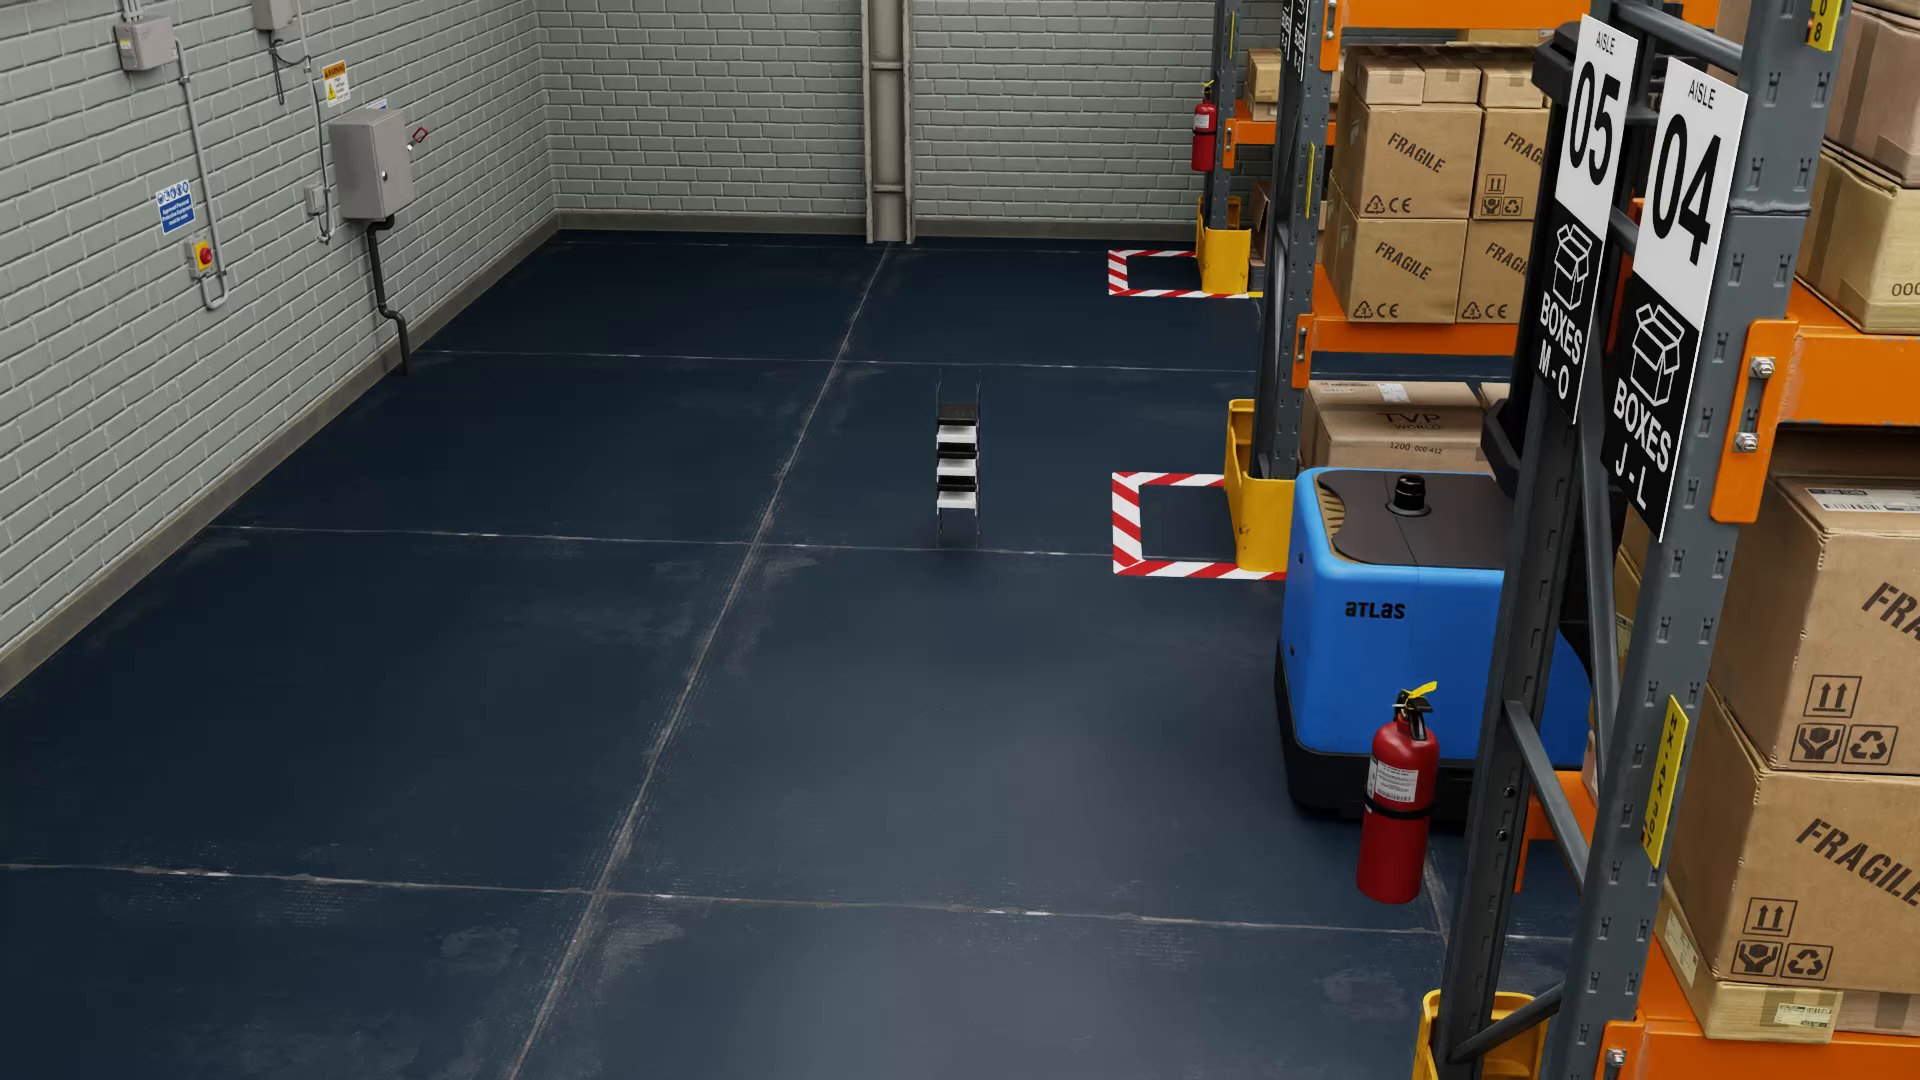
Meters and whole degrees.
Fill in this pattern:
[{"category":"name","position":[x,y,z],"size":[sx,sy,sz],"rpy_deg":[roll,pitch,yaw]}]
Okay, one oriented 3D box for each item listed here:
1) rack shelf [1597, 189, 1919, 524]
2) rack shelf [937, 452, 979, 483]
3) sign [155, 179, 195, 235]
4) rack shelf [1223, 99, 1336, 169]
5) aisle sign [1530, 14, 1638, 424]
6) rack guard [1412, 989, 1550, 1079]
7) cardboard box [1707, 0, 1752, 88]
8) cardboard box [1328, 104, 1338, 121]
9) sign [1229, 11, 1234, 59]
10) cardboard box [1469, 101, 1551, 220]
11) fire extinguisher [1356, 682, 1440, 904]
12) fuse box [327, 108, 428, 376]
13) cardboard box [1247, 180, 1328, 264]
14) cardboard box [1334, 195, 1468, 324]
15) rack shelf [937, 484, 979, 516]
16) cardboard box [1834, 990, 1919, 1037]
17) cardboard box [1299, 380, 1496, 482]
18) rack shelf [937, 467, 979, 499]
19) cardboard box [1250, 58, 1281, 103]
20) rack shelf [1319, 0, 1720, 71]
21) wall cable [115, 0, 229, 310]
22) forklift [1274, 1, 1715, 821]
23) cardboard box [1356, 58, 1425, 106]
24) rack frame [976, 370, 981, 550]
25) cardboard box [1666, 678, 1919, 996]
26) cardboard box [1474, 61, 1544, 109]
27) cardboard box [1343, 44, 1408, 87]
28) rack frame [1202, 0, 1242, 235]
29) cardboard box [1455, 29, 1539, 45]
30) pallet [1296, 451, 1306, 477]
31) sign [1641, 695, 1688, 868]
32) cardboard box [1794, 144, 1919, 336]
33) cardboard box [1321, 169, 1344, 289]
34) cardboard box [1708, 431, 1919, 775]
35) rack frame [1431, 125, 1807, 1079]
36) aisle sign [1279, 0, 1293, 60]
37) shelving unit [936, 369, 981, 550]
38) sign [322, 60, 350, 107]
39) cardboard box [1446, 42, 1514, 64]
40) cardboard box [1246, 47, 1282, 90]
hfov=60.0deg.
[{"category":"rack shelf","position":[3.362,-0.349,3.192],"size":[4.000,0.370,1.077],"rpy_deg":[2,25,4]},{"category":"rack shelf","position":[-0.008,-0.379,8.576],"size":[0.200,0.077,0.258],"rpy_deg":[2,25,4]},{"category":"sign","position":[-4.043,-1.719,8.574],"size":[0.001,0.218,0.327],"rpy_deg":[2,25,4]},{"category":"rack shelf","position":[4.016,-3.122,12.806],"size":[4.000,0.370,1.077],"rpy_deg":[2,25,4]},{"category":"aisle sign","position":[1.318,-0.686,3.542],"size":[0.004,0.787,0.394],"rpy_deg":[2,25,4]},{"category":"rack guard","position":[1.443,1.761,4.325],"size":[0.348,0.500,1.175],"rpy_deg":[2,25,4]},{"category":"cardboard box","position":[1.846,-0.990,3.306],"size":[0.500,0.250,0.500],"rpy_deg":[1,25,2]},{"category":"cardboard box","position":[2.850,-3.291,12.614],"size":[0.250,0.149,0.380],"rpy_deg":[2,25,3]},{"category":"sign","position":[1.981,-3.680,12.123],"size":[0.005,0.325,0.100],"rpy_deg":[2,25,4]},{"category":"cardboard box","position":[2.618,-1.796,7.748],"size":[0.500,0.500,0.500],"rpy_deg":[1,25,3]},{"category":"fire extinguisher","position":[1.152,0.627,4.338],"size":[0.183,0.674,0.296],"rpy_deg":[2,25,4]},{"category":"fuse box","position":[-3.672,-1.900,10.832],"size":[0.414,1.711,0.539],"rpy_deg":[2,25,4]},{"category":"cardboard box","position":[2.625,-2.510,13.101],"size":[0.637,0.503,0.797],"rpy_deg":[1,25,2]},{"category":"cardboard box","position":[2.102,-1.354,7.984],"size":[0.500,0.500,0.500],"rpy_deg":[2,25,4]},{"category":"rack shelf","position":[-0.008,-0.215,8.652],"size":[0.200,0.077,0.258],"rpy_deg":[2,25,4]},{"category":"cardboard box","position":[1.922,0.875,3.561],"size":[0.250,0.149,0.380],"rpy_deg":[3,25,6]},{"category":"cardboard box","position":[2.311,-0.491,8.791],"size":[0.875,0.438,0.875],"rpy_deg":[1,25,2]},{"category":"rack shelf","position":[-0.008,-0.297,8.614],"size":[0.200,0.077,0.258],"rpy_deg":[2,25,4]},{"category":"cardboard box","position":[2.454,-3.453,12.489],"size":[0.500,0.250,0.500],"rpy_deg":[2,25,4]},{"category":"rack shelf","position":[3.640,-2.415,7.683],"size":[4.000,0.370,1.077],"rpy_deg":[2,25,4]},{"category":"wall cable","position":[-3.978,-2.090,8.451],"size":[0.123,1.953,0.585],"rpy_deg":[2,25,4]},{"category":"forklift","position":[2.827,-0.402,6.118],"size":[3.031,2.935,1.130],"rpy_deg":[2,25,5]},{"category":"cardboard box","position":[1.978,-2.111,7.658],"size":[0.250,0.149,0.380],"rpy_deg":[2,25,5]},{"category":"rack frame","position":[0.093,-0.406,8.555],"size":[0.006,0.900,0.240],"rpy_deg":[2,25,4]},{"category":"cardboard box","position":[1.794,0.572,3.444],"size":[0.500,0.500,0.500],"rpy_deg":[3,25,6]},{"category":"cardboard box","position":[2.496,-2.076,7.582],"size":[0.250,0.149,0.380],"rpy_deg":[3,25,6]},{"category":"cardboard box","position":[2.019,-2.310,8.090],"size":[0.250,0.149,0.380],"rpy_deg":[2,25,5]},{"category":"rack frame","position":[2.022,-3.512,12.795],"size":[0.127,3.000,1.000],"rpy_deg":[2,25,4]},{"category":"cardboard box","position":[3.949,-3.745,12.228],"size":[0.500,0.500,0.500],"rpy_deg":[2,25,5]},{"category":"pallet","position":[2.449,-0.184,8.897],"size":[1.213,0.211,1.003],"rpy_deg":[2,25,4]},{"category":"sign","position":[1.326,0.456,3.136],"size":[0.005,0.325,0.100],"rpy_deg":[2,25,4]},{"category":"cardboard box","position":[1.796,-0.551,2.950],"size":[0.500,0.250,0.500],"rpy_deg":[3,25,6]},{"category":"cardboard box","position":[2.147,-1.584,8.484],"size":[0.500,0.500,0.500],"rpy_deg":[2,25,4]},{"category":"cardboard box","position":[1.795,0.113,3.244],"size":[0.500,0.500,0.500],"rpy_deg":[2,25,4]},{"category":"rack frame","position":[1.367,0.623,3.808],"size":[0.127,3.000,1.000],"rpy_deg":[2,25,4]},{"category":"aisle sign","position":[1.598,-2.756,8.041],"size":[0.004,0.787,0.394],"rpy_deg":[2,25,4]},{"category":"shelving unit","position":[-0.008,-0.409,8.562],"size":[0.210,0.900,0.258],"rpy_deg":[2,25,4]},{"category":"sign","position":[-3.883,-2.844,10.354],"size":[0.001,0.242,0.339],"rpy_deg":[2,25,4]},{"category":"cardboard box","position":[2.538,-2.339,8.152],"size":[0.250,0.149,0.380],"rpy_deg":[2,25,3]},{"category":"cardboard box","position":[2.501,-3.675,12.973],"size":[0.500,0.250,0.500],"rpy_deg":[3,25,6]}]
